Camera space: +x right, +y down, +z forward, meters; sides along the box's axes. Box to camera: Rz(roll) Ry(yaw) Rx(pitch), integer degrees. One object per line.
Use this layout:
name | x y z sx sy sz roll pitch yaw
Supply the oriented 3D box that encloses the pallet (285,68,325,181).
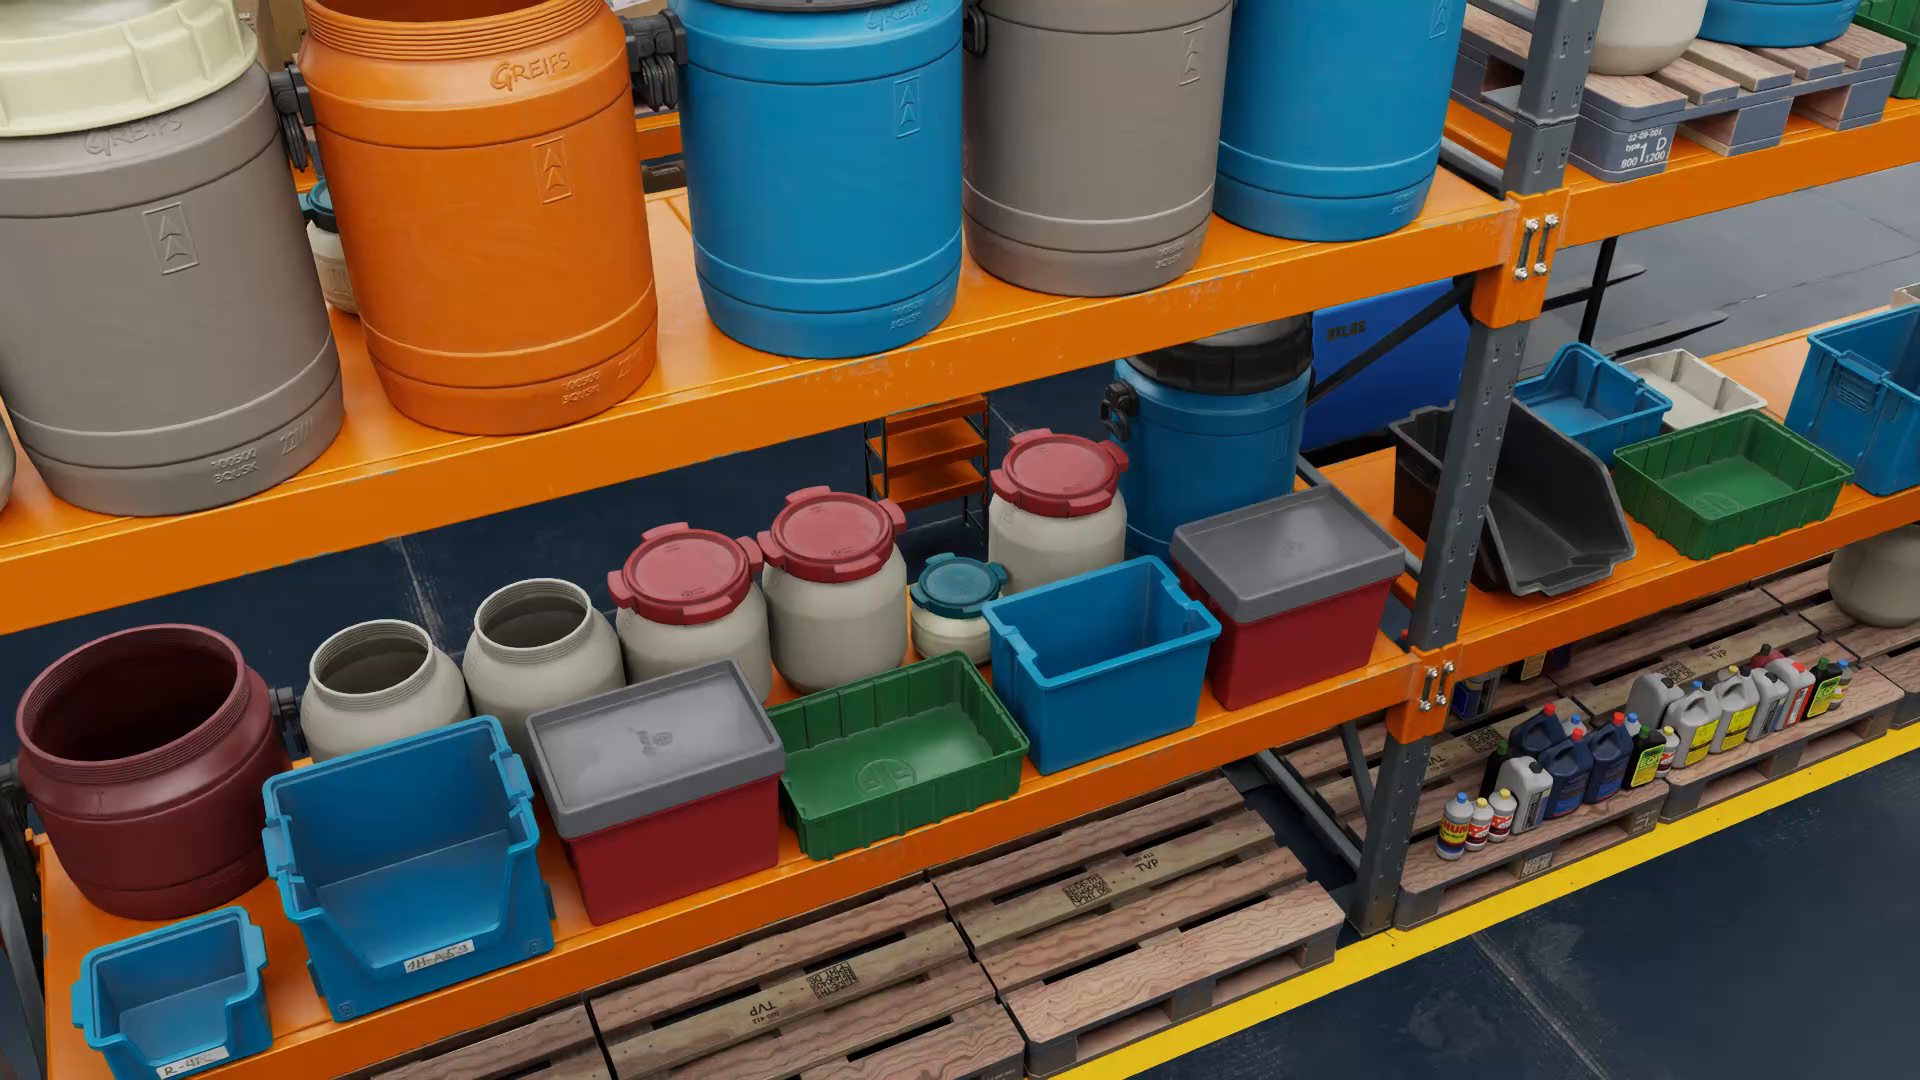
pallet | -2.692 -2.188 8.343 1.213 0.211 1.003 -16 39 -20

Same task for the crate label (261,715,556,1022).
crate label | -1.348 0.809 4.112 0.616 0.435 0.502 -16 39 -20

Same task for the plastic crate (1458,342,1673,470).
plastic crate | 2.145 -0.450 5.964 0.616 0.251 0.499 -16 39 -20

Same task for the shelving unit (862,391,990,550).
shelving unit | -0.150 -0.440 7.336 0.503 1.200 0.258 -16 39 -20

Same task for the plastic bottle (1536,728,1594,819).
plastic bottle | 2.166 0.823 5.977 0.185 0.351 0.144 -15 39 -19

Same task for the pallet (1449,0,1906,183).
pallet | 1.870 -1.448 4.825 1.003 0.211 1.213 -16 39 -20

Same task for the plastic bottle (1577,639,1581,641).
plastic bottle | 2.522 0.277 6.779 0.097 0.271 0.097 0 37 0

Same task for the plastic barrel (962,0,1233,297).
plastic barrel | 0.298 -1.078 3.747 0.600 0.901 0.600 0 37 0

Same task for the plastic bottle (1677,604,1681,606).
plastic bottle | 3.012 0.168 6.985 0.097 0.201 0.097 0 37 0

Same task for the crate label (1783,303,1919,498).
crate label | 3.328 -0.499 5.875 0.616 0.435 0.502 -16 39 -20

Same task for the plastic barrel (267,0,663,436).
plastic barrel | -0.935 -0.705 3.304 0.708 0.830 0.600 -16 39 -20

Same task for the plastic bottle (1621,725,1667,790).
plastic bottle | 2.504 0.783 6.087 0.133 0.283 0.061 -14 39 -18

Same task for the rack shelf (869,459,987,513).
rack shelf | -0.150 -0.226 7.494 0.480 0.148 0.258 -16 39 -20

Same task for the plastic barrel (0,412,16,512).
plastic barrel | -1.951 -0.234 2.936 0.421 0.512 0.421 0 37 0

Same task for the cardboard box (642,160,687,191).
cardboard box | -1.411 -1.784 9.366 0.500 0.500 0.700 -19 40 -23

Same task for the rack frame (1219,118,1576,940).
rack frame | 1.259 -0.084 5.345 0.127 3.000 1.000 -16 39 -20

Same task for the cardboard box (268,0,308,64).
cardboard box | -5.103 -4.036 12.210 0.750 0.750 1.050 -15 39 -19

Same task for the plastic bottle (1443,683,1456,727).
plastic bottle | 1.780 0.563 6.327 0.185 0.351 0.144 -16 39 -20

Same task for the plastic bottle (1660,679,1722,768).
plastic bottle | 2.721 0.668 6.186 0.185 0.351 0.144 -16 39 -20

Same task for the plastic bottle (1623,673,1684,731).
plastic bottle | 2.636 0.624 6.308 0.135 0.276 0.152 -16 39 -20

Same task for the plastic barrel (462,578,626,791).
plastic barrel | -1.141 0.402 4.597 0.421 0.512 0.421 0 37 0

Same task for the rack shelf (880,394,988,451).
rack shelf | -0.150 -0.566 7.243 0.480 0.148 0.258 -16 39 -20

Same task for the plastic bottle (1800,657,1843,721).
plastic bottle | 3.305 0.559 6.389 0.133 0.283 0.061 -15 39 -19

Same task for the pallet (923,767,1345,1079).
pallet | 0.564 1.256 5.879 1.213 0.211 1.003 -16 39 -20

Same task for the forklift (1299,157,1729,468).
forklift | 2.664 -1.992 7.975 3.031 2.935 1.130 -16 40 -21

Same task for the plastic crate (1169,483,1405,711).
plastic crate | 0.950 0.178 4.938 0.583 0.464 0.402 -16 39 -20

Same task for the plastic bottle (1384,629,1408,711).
plastic bottle | 1.719 0.485 6.432 0.185 0.351 0.144 -17 40 -21

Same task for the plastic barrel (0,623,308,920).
plastic barrel | -2.071 0.593 4.318 0.708 0.536 0.600 -16 39 -20

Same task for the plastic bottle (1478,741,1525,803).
plastic bottle | 1.969 0.833 6.020 0.133 0.283 0.061 -16 39 -20

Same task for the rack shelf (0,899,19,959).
rack shelf | -4.173 1.724 3.512 4.000 0.370 1.077 -16 39 -20

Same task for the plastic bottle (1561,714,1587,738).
plastic bottle | 2.246 0.753 6.138 0.097 0.271 0.097 0 37 0

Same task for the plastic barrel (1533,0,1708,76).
plastic barrel | 1.732 -1.505 4.297 0.421 0.512 0.421 0 37 0

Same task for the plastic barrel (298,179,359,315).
plastic barrel | -1.310 -0.668 3.731 0.301 0.262 0.301 0 37 0

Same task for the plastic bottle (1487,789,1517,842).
plastic bottle | 1.917 0.968 5.907 0.097 0.201 0.097 0 37 0

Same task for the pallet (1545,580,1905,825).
pallet | 2.990 0.578 6.794 1.213 0.211 1.003 -16 39 -20

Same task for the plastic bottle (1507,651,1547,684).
plastic bottle | 2.252 0.431 6.562 0.133 0.283 0.061 -16 39 -20

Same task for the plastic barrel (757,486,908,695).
plastic barrel | -0.365 0.171 4.887 0.433 0.535 0.433 0 37 0

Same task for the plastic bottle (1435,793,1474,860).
plastic bottle | 1.733 0.991 5.817 0.097 0.271 0.097 0 37 0

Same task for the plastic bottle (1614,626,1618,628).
plastic bottle | 2.705 0.226 6.848 0.097 0.271 0.097 0 37 0

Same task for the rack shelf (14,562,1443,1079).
rack shelf | -0.552 0.712 4.877 4.000 0.370 1.077 -16 39 -20

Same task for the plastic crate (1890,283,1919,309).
plastic crate | 3.933 -0.937 6.717 0.250 0.136 0.298 -16 39 -20

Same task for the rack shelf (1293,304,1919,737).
rack shelf | 3.069 -0.301 6.242 4.000 0.370 1.077 -16 39 -20

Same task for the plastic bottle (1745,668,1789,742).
plastic bottle | 3.038 0.607 6.331 0.135 0.276 0.152 -17 40 -21

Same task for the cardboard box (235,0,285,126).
cardboard box | -3.532 -2.305 7.903 0.500 0.500 0.700 -10 38 -13

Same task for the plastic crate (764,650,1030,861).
plastic crate | -0.198 0.595 4.608 0.662 0.188 0.450 -16 39 -20

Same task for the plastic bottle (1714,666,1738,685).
plastic bottle | 2.968 0.574 6.438 0.097 0.201 0.097 0 37 0

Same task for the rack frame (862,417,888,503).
rack frame | -0.371 -0.378 7.253 0.015 1.200 0.240 -16 39 -20

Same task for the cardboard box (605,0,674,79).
cardboard box | -1.625 -3.039 8.473 1.000 1.000 1.000 -15 39 -20

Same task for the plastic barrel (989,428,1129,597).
plastic barrel | 0.299 -0.014 5.137 0.433 0.535 0.433 0 37 0

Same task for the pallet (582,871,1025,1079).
pallet | -0.542 1.567 5.460 1.213 0.211 1.003 -16 39 -20
